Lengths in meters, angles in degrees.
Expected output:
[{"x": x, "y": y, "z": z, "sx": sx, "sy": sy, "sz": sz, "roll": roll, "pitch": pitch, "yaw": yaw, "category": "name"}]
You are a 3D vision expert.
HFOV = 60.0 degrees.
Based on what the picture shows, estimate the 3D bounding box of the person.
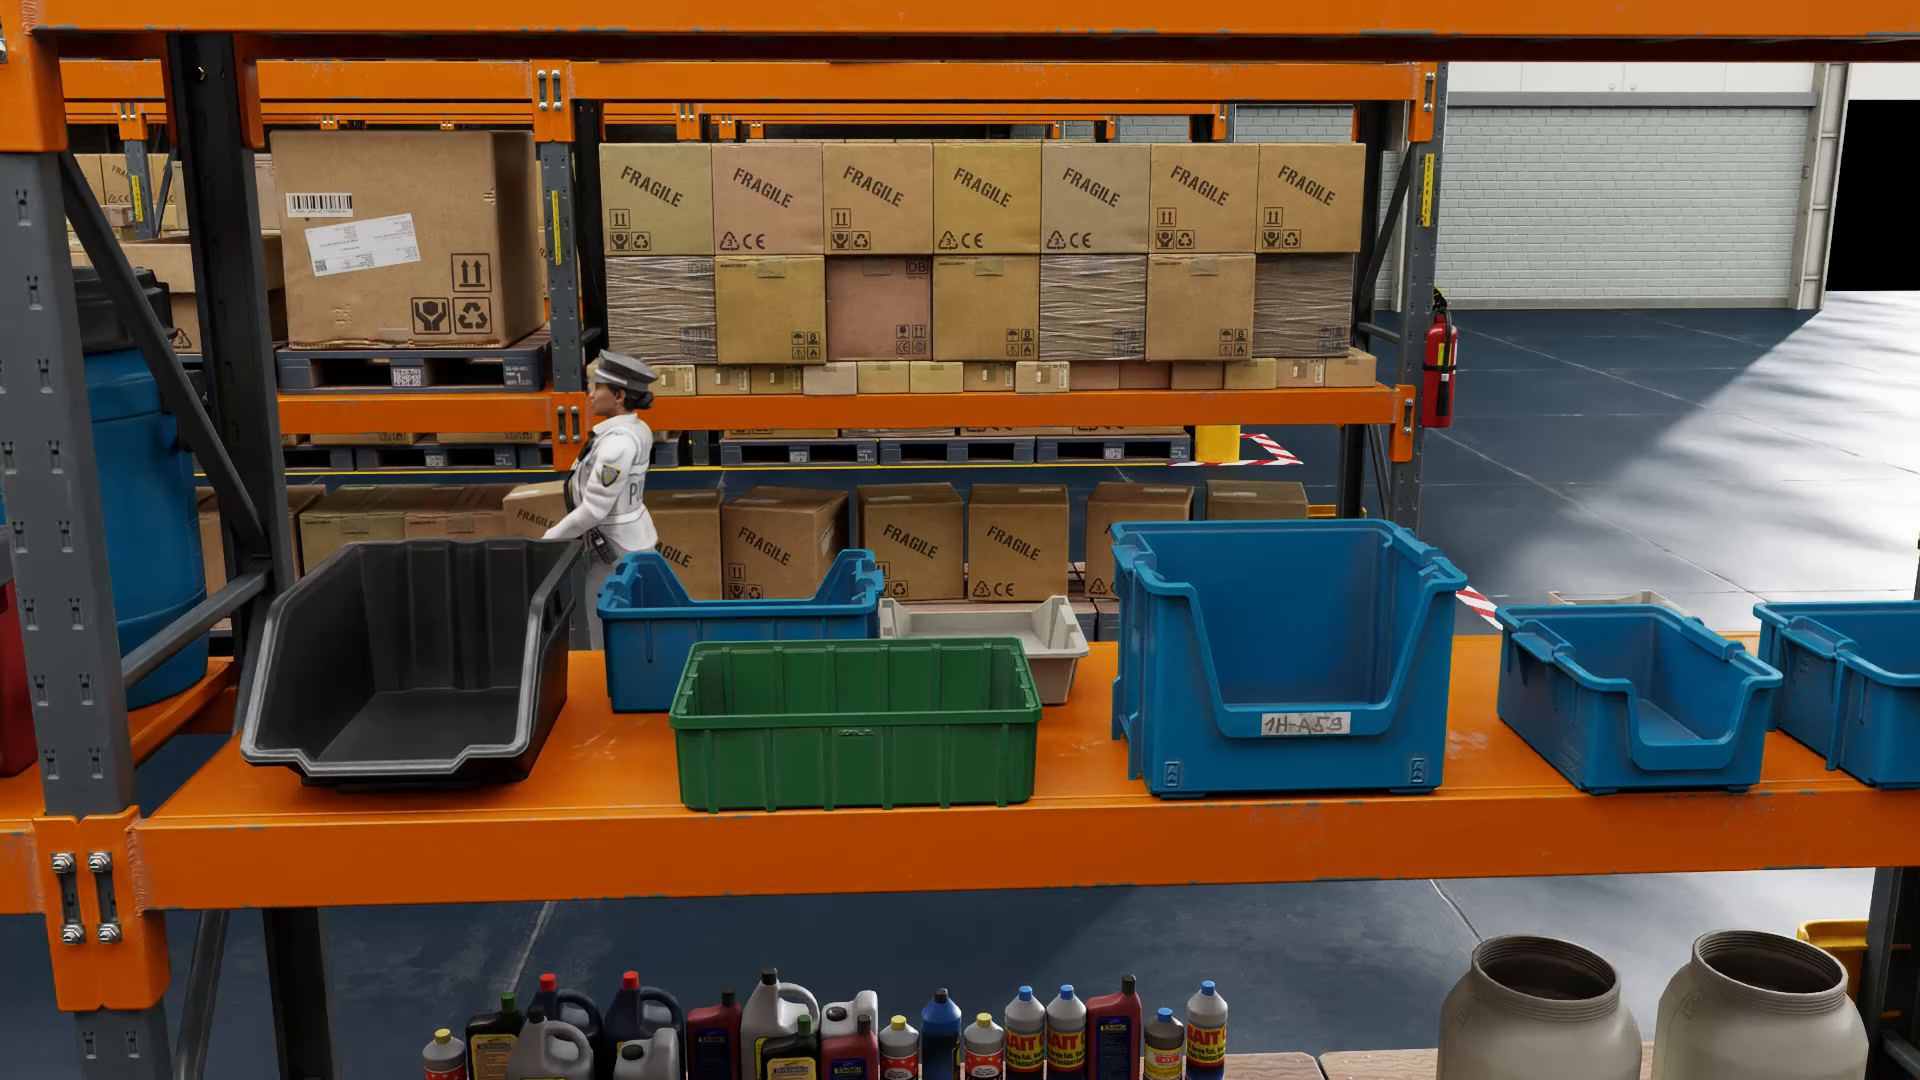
[{"x": -1.444, "y": 0.075, "z": 6.642, "sx": 0.543, "sy": 1.688, "sz": 0.459, "roll": -1, "pitch": 14, "yaw": -2, "category": "person"}]
